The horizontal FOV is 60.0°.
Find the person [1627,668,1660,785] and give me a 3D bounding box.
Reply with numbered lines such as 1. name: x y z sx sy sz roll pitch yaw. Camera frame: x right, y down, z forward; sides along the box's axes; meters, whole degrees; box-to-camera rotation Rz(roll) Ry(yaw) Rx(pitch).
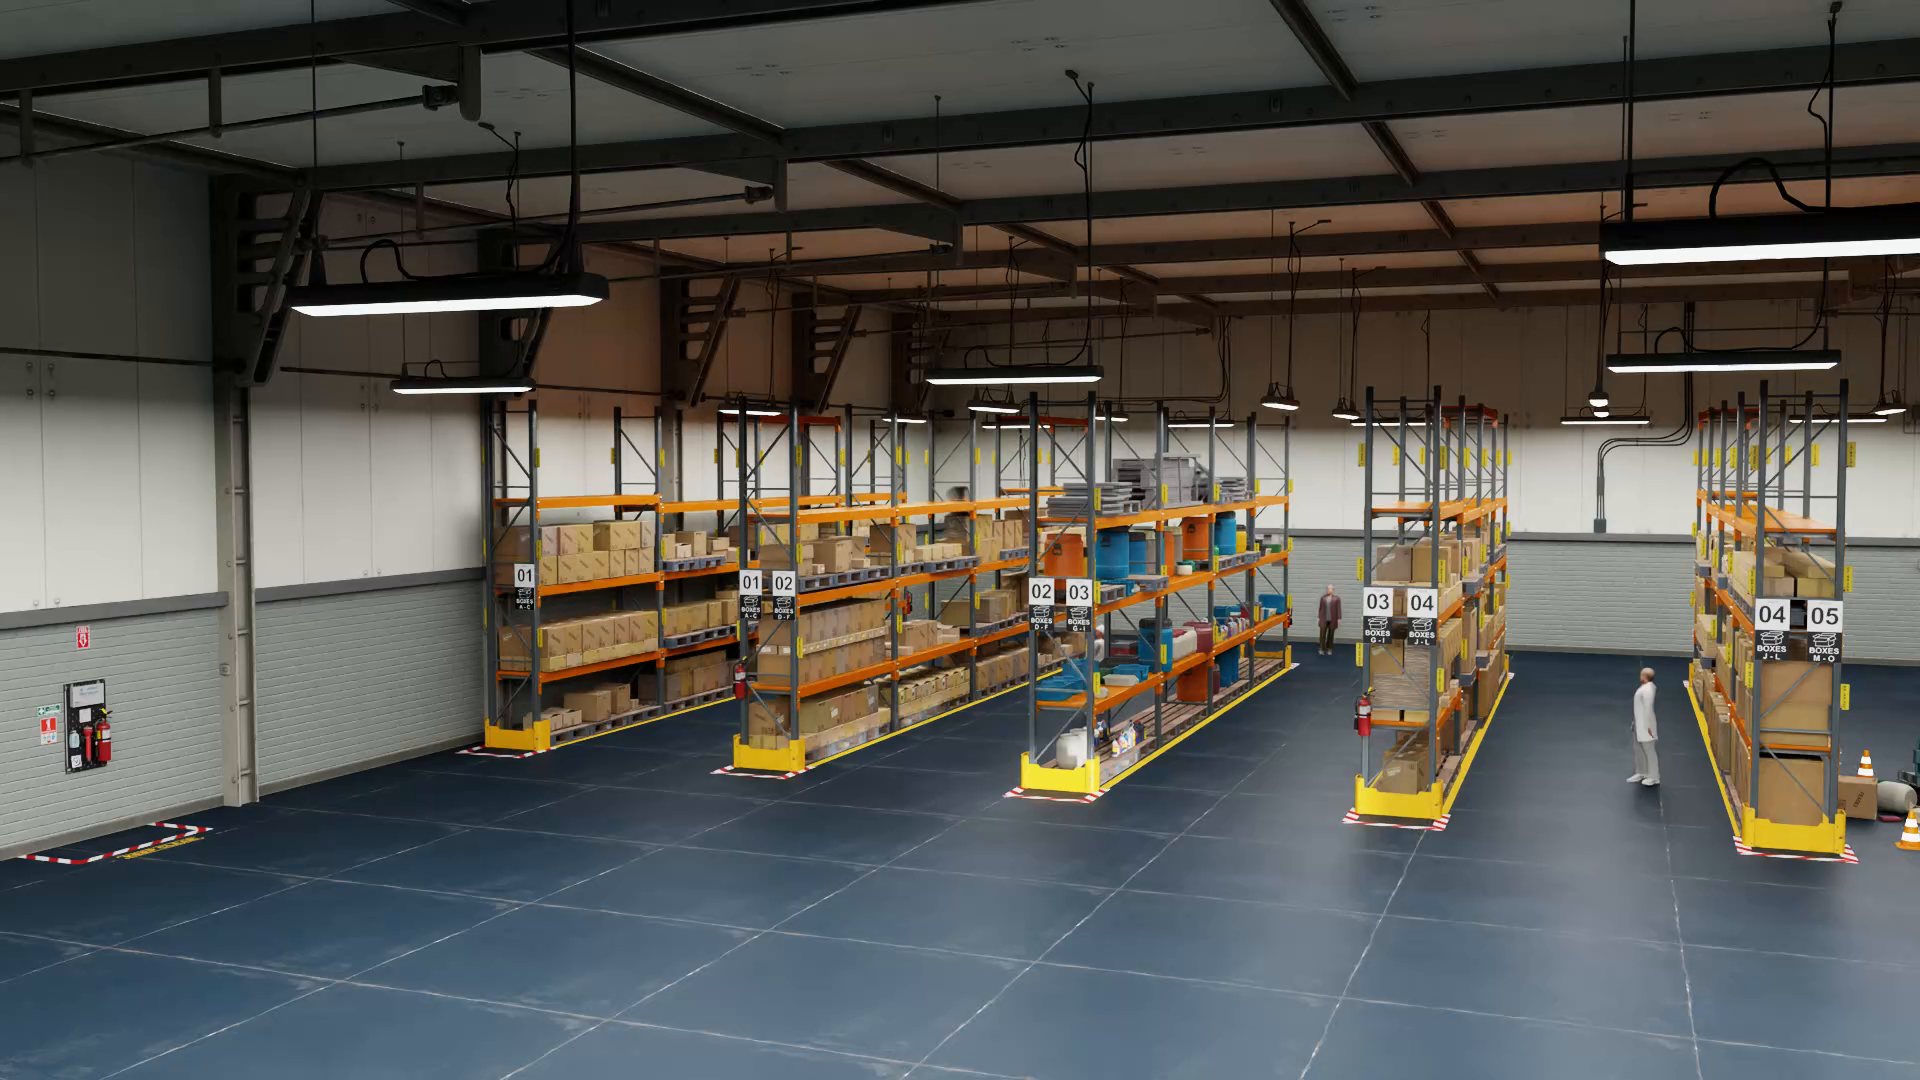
1. person: 10.514 2.858 25.543 0.444 1.823 0.723 1 3 13

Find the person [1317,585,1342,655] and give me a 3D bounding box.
1. person: 9.419 2.052 42.402 0.630 1.812 0.535 1 3 16

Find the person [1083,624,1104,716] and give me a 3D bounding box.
1. person: 2.635 2.527 32.392 0.599 1.775 0.488 -3 4 -44
